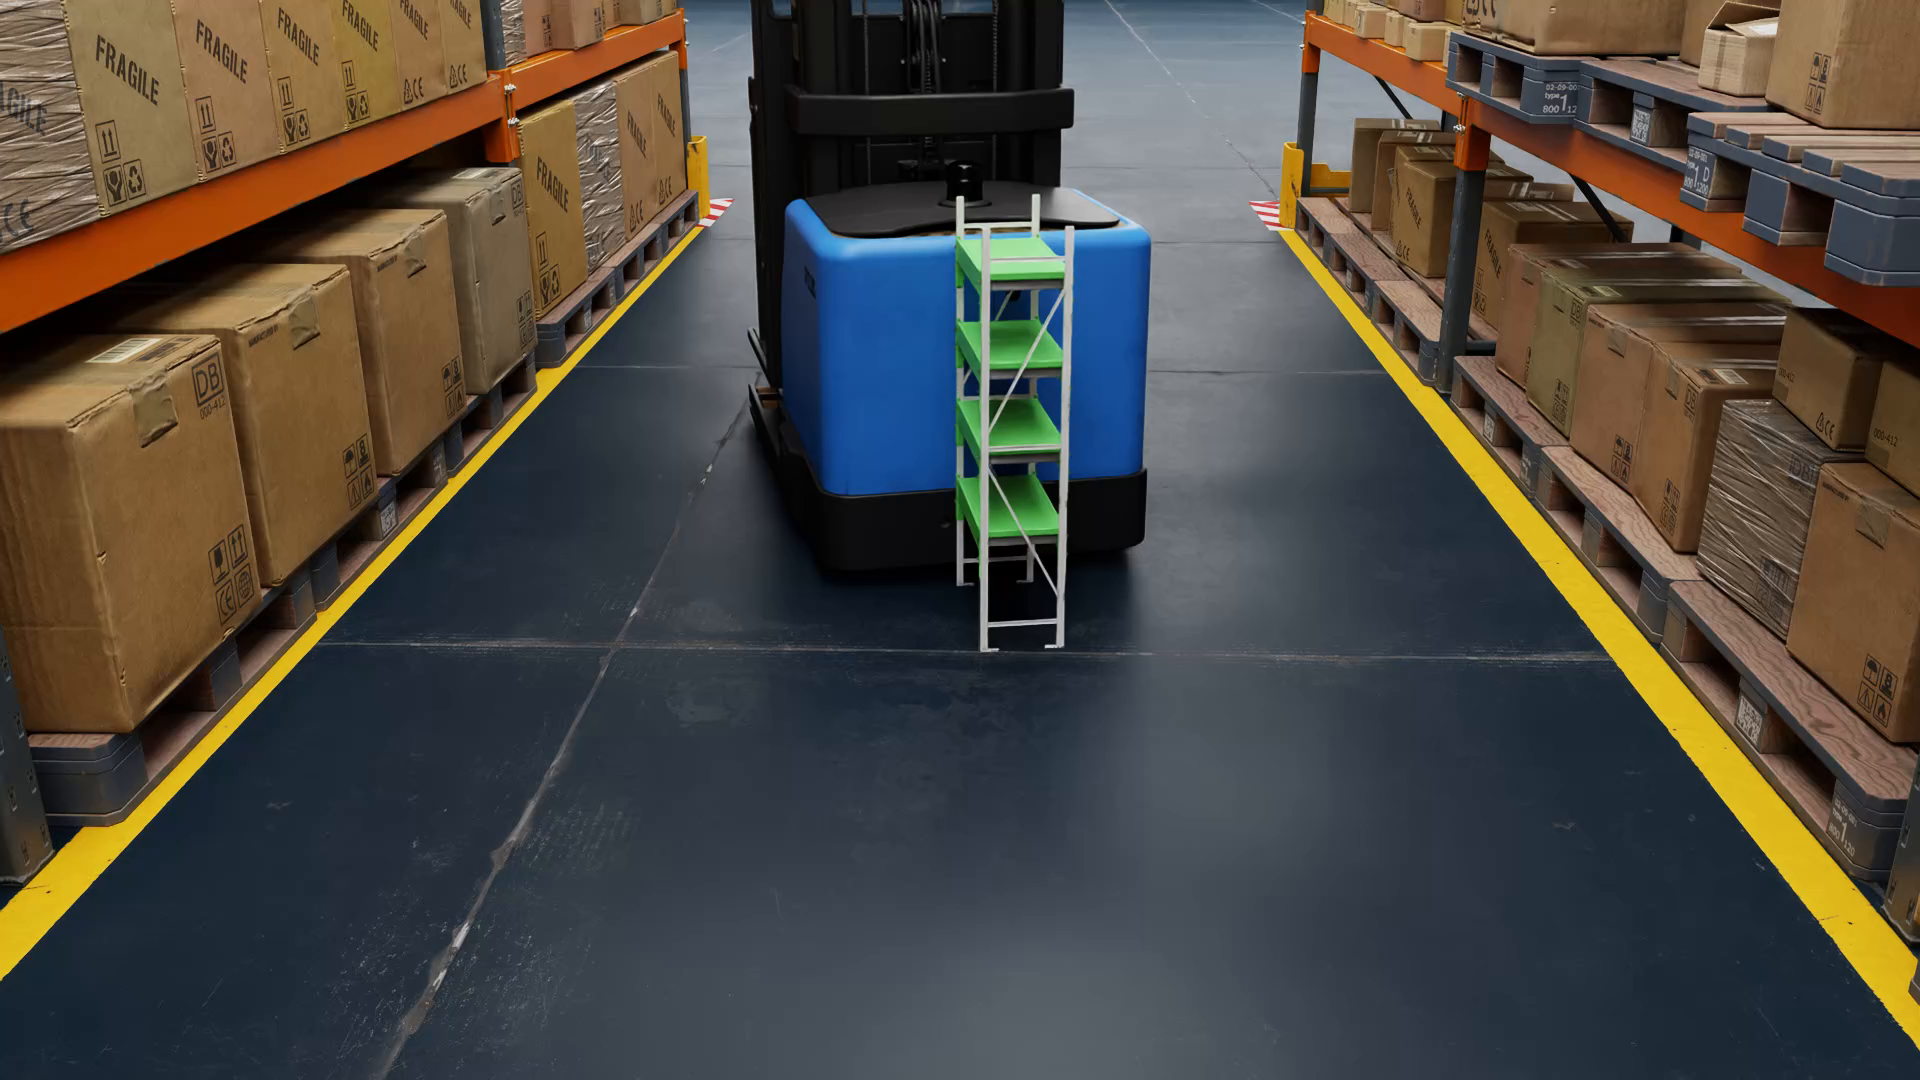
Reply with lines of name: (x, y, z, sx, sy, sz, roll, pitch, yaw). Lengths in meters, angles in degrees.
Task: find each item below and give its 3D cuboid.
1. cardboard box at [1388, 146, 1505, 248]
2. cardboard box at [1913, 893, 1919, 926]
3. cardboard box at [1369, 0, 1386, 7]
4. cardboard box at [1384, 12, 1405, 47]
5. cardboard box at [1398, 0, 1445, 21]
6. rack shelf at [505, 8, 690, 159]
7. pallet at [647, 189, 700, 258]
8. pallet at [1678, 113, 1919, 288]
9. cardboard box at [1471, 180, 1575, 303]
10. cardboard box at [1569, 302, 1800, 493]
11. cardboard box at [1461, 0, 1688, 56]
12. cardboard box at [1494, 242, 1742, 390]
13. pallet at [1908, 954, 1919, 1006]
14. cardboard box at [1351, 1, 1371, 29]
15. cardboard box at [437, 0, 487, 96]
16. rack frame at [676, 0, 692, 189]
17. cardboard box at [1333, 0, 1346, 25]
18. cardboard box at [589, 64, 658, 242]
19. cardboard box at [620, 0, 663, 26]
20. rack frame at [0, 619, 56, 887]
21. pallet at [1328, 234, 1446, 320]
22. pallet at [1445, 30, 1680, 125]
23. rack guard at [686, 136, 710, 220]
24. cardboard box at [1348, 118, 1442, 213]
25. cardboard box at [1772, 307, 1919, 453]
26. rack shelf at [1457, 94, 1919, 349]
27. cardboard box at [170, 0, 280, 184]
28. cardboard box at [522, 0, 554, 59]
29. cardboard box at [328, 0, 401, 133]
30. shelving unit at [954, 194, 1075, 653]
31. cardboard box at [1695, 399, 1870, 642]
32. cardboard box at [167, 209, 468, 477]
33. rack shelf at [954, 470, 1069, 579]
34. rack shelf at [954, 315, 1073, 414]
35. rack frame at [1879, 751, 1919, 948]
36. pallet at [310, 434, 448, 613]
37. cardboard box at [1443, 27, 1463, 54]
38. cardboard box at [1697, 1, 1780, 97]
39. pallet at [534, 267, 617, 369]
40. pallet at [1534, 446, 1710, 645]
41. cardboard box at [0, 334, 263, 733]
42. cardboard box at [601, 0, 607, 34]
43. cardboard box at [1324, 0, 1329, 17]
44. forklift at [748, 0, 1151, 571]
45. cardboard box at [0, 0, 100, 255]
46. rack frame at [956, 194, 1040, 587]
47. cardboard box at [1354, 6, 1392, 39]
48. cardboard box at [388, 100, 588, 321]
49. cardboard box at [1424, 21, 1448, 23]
cardboard box: (2.622, -1.839, 8.998, 0.500, 0.500, 0.500, 3, 21, 7)
cardboard box: (2.394, 0.459, 2.555, 1.225, 0.875, 0.875, 0, 21, -1)
cardboard box: (2.682, -3.102, 8.827, 0.875, 0.500, 0.500, 1, 21, 2)
cardboard box: (2.331, -2.537, 8.268, 0.380, 0.149, 0.250, 1, 21, 2)
cardboard box: (2.598, -2.741, 7.896, 0.875, 0.500, 0.500, 1, 21, 2)
rack shelf: (-2.336, -2.510, 8.845, 1.077, 0.370, 4.000, 1, 21, 2)
pallet: (-2.221, -1.978, 10.336, 1.003, 0.211, 1.213, 1, 21, 2)
pallet: (2.351, -0.754, 3.591, 1.213, 0.211, 1.003, 1, 21, 2)
cardboard box: (2.620, -1.413, 7.899, 0.500, 0.500, 0.500, 8, 22, 19)
cardboard box: (2.468, -0.475, 5.453, 0.700, 0.500, 0.500, -1, 21, -3)
cardboard box: (2.394, -2.221, 5.696, 1.000, 1.000, 1.000, 1, 21, 2)
cardboard box: (2.518, -0.849, 6.418, 0.700, 0.500, 0.500, -1, 21, -3)
pallet: (2.337, 0.999, 2.661, 1.003, 0.211, 1.213, 1, 21, 2)
cardboard box: (2.382, -2.898, 9.200, 0.380, 0.149, 0.250, 1, 21, 2)
cardboard box: (-2.145, -1.977, 6.340, 0.500, 0.500, 0.500, 1, 21, 1)
rack frame: (-2.275, -3.568, 10.579, 1.000, 3.000, 0.127, 1, 21, 2)
cardboard box: (2.383, -3.079, 9.666, 0.380, 0.149, 0.250, 1, 21, 2)
cardboard box: (-2.254, -2.210, 9.434, 0.875, 0.875, 0.875, 0, 21, 1)
cardboard box: (-2.236, -3.305, 9.692, 0.875, 0.550, 0.550, 1, 21, 2)
rack frame: (-2.518, -0.676, 3.124, 1.000, 3.000, 0.127, 1, 21, 2)
pallet: (2.577, -1.417, 8.888, 1.003, 0.211, 1.213, 1, 21, 2)
pallet: (2.389, -1.667, 5.943, 1.003, 0.211, 1.213, 1, 21, 2)
rack guard: (-2.274, -2.412, 11.054, 1.175, 0.500, 0.348, 1, 21, 2)
cardboard box: (2.644, -2.282, 10.139, 0.500, 0.500, 0.500, 5, 22, 12)
cardboard box: (2.433, -0.409, 4.246, 0.500, 0.250, 0.500, 3, 21, 8)
rack shelf: (2.497, -0.973, 4.883, 1.077, 0.370, 4.000, 1, 21, 2)
cardboard box: (-2.207, -1.248, 4.461, 0.500, 0.500, 0.500, 1, 21, 2)
cardboard box: (-2.403, -2.525, 7.682, 0.875, 0.550, 0.550, 1, 21, 2)
cardboard box: (-2.176, -1.612, 5.398, 0.500, 0.500, 0.500, 1, 21, 2)
shelving unit: (0.142, -0.335, 4.733, 0.258, 1.200, 0.503, -3, 21, -7)
cardboard box: (2.441, -0.068, 4.404, 0.700, 0.500, 0.500, -1, 21, -3)
cardboard box: (-2.359, -0.695, 5.703, 1.050, 0.750, 0.750, 1, 21, 2)
rack shelf: (0.142, -0.052, 4.843, 0.258, 0.148, 0.480, -3, 21, -7)
rack shelf: (0.142, -0.499, 4.670, 0.258, 0.148, 0.480, -3, 21, -7)
rack frame: (2.436, -0.585, 2.889, 1.000, 3.000, 0.127, 1, 21, 2)
pallet: (-2.379, -0.100, 5.495, 1.003, 0.211, 1.213, 1, 21, 2)
cardboard box: (2.355, -2.175, 7.335, 0.380, 0.149, 0.250, 1, 21, 2)
cardboard box: (2.217, -1.324, 4.399, 0.396, 0.266, 0.258, 0, 21, 0)
pallet: (-2.295, -1.096, 8.062, 1.003, 0.211, 1.213, 1, 21, 2)
pallet: (2.501, -0.007, 5.256, 1.003, 0.211, 1.213, 1, 21, 2)
cardboard box: (-2.410, -0.042, 4.020, 1.050, 0.750, 0.750, 0, 21, 1)
cardboard box: (-2.353, -2.911, 8.678, 0.875, 0.550, 0.500, 1, 21, 2)
cardboard box: (2.432, -3.260, 10.131, 0.380, 0.149, 0.250, 1, 21, 2)
forklift: (-0.232, -1.773, 6.046, 1.130, 2.935, 3.031, -5, 22, -12)
cardboard box: (-2.235, -0.882, 3.517, 0.500, 0.500, 0.500, 1, 21, 2)
rack frame: (0.109, -0.422, 4.959, 0.240, 1.200, 0.015, -3, 21, -7)
cardboard box: (2.290, -2.718, 8.736, 0.380, 0.149, 0.250, 1, 21, 2)
cardboard box: (-2.308, -1.554, 7.744, 0.875, 0.875, 0.875, 1, 21, 2)
cardboard box: (2.391, -2.355, 7.800, 0.380, 0.149, 0.250, 1, 21, 2)
